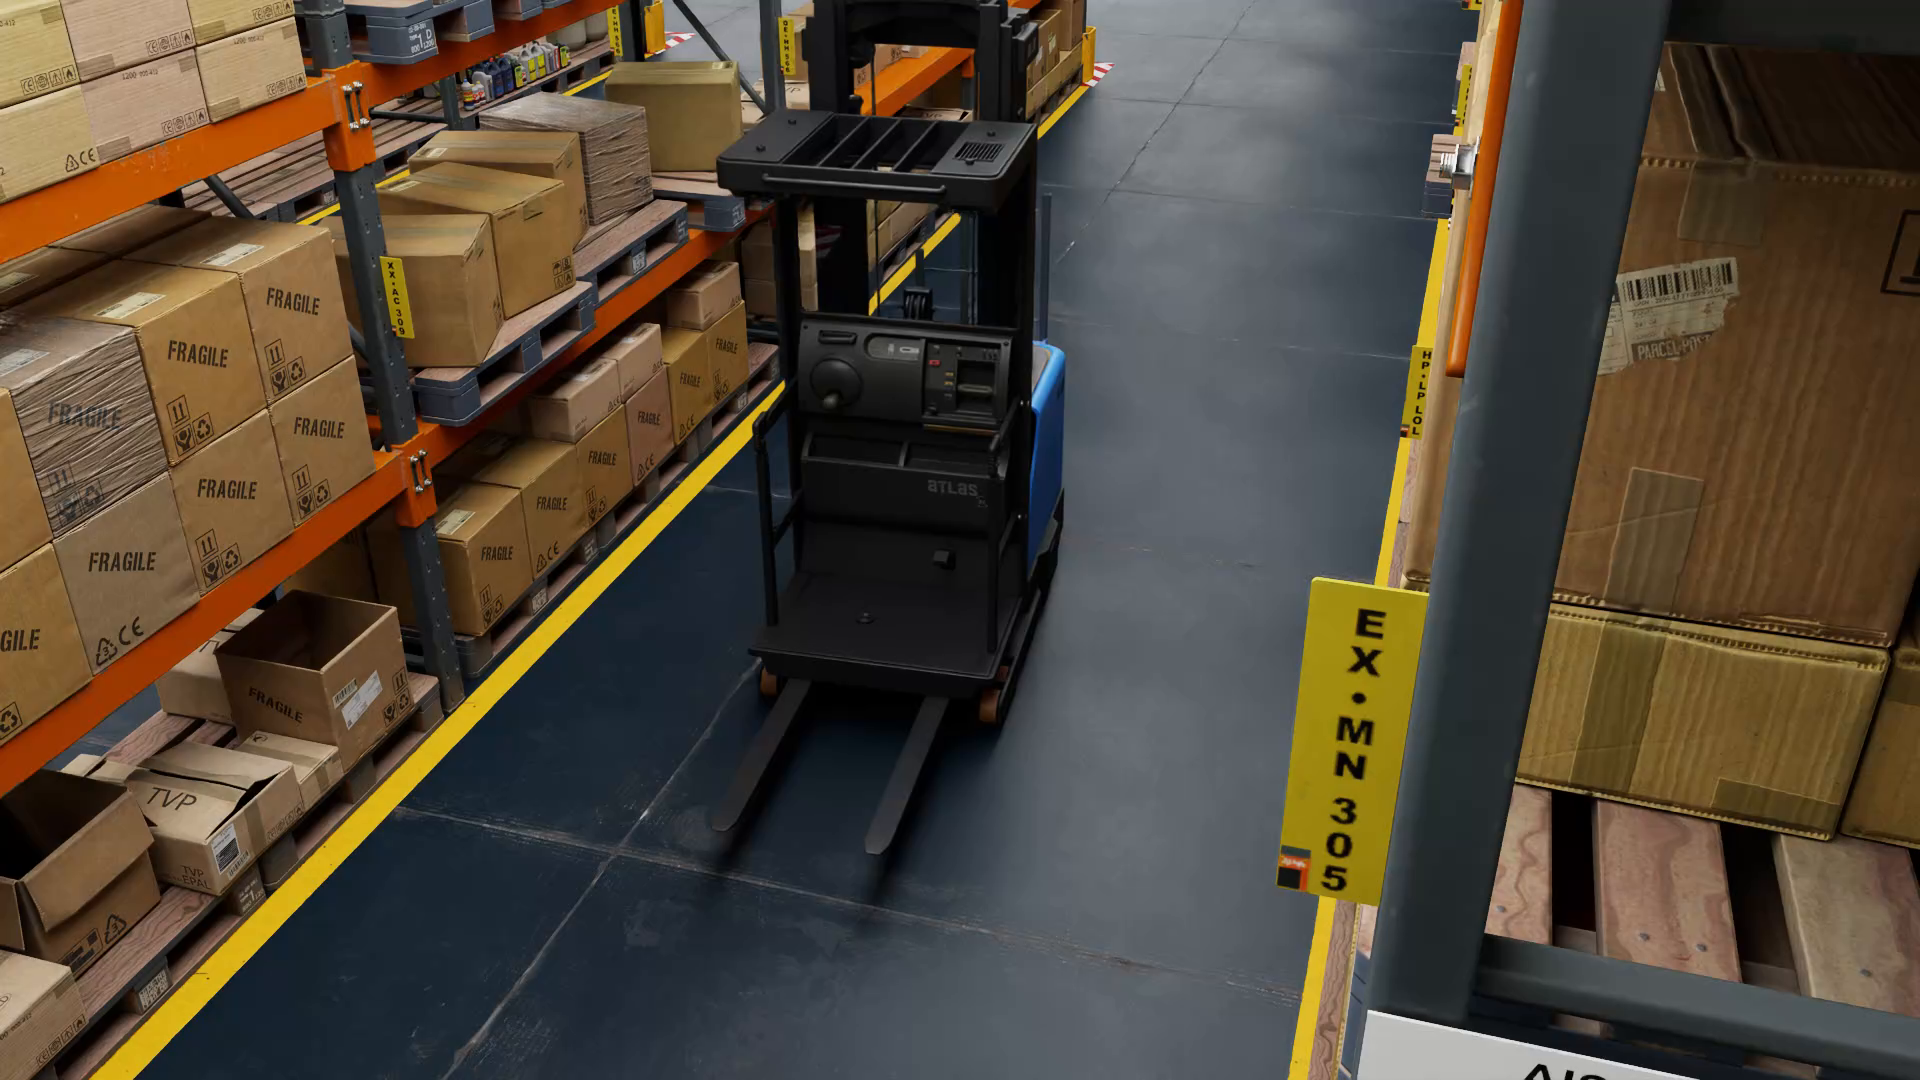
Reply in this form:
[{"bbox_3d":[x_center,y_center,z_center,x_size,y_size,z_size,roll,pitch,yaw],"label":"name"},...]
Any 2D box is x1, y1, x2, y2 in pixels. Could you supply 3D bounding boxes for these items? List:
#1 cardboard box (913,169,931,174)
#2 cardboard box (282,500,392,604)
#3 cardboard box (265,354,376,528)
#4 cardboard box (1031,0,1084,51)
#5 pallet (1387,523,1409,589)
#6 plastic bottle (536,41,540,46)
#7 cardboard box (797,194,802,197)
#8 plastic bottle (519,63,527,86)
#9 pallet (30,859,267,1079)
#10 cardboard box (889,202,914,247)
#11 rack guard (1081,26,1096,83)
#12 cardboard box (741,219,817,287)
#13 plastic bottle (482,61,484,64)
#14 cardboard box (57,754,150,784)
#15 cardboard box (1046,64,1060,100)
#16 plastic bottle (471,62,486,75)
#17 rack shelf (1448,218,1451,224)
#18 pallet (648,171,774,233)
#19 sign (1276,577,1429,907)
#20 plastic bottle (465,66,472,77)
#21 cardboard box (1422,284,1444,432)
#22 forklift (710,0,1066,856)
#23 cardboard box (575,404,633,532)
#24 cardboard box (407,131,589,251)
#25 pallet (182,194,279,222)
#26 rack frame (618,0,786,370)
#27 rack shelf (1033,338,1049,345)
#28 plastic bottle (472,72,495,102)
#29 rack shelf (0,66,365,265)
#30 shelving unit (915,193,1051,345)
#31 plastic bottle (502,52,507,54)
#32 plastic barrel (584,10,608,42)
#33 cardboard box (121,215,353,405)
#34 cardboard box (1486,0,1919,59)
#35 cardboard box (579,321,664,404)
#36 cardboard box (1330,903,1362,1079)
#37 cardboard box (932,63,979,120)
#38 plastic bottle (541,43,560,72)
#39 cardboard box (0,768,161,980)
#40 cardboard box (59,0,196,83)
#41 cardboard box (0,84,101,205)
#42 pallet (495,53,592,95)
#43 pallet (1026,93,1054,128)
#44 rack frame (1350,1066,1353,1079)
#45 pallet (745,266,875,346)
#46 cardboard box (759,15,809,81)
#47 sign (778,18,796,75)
[{"bbox_3d":[-0.504,-2.878,12.658,0.500,0.311,0.500,8,30,15],"label":"cardboard box"},{"bbox_3d":[-2.841,-0.007,7.796,0.500,0.500,0.500,8,30,15],"label":"cardboard box"},{"bbox_3d":[-2.613,-0.412,6.302,0.500,0.500,0.500,9,30,16],"label":"cardboard box"},{"bbox_3d":[0.937,-5.232,16.694,0.500,0.500,0.500,8,30,15],"label":"cardboard box"},{"bbox_3d":[2.535,0.349,7.906,1.003,0.211,1.213,8,30,15],"label":"pallet"},{"bbox_3d":[-4.246,-4.913,16.838,0.061,0.283,0.133,8,30,15],"label":"plastic bottle"},{"bbox_3d":[-1.322,-2.478,11.939,0.500,0.311,0.500,8,30,15],"label":"cardboard box"},{"bbox_3d":[-4.303,-4.565,16.296,0.097,0.201,0.097,0,29,0],"label":"plastic bottle"},{"bbox_3d":[-3.271,1.470,5.891,1.003,0.211,1.213,8,30,15],"label":"pallet"},{"bbox_3d":[-0.659,-2.394,12.364,0.500,0.250,0.500,9,30,16],"label":"cardboard box"},{"bbox_3d":[0.817,-5.132,17.462,1.175,0.500,0.348,8,30,15],"label":"rack guard"},{"bbox_3d":[-1.103,-1.924,10.943,0.500,0.311,0.500,10,30,17],"label":"cardboard box"},{"bbox_3d":[-4.884,-4.918,16.859,0.097,0.271,0.097,0,29,0],"label":"plastic bottle"},{"bbox_3d":[-3.286,0.977,6.371,0.380,0.166,0.250,8,30,15],"label":"cardboard box"},{"bbox_3d":[0.655,-4.437,16.038,0.500,0.250,0.500,8,30,15],"label":"cardboard box"},{"bbox_3d":[-4.602,-4.434,15.908,0.144,0.351,0.185,8,30,15],"label":"plastic bottle"},{"bbox_3d":[2.612,-1.858,6.658,1.077,0.370,4.000,8,30,15],"label":"rack shelf"},{"bbox_3d":[-1.670,-2.087,9.613,1.213,0.211,1.003,8,30,15],"label":"pallet"},{"bbox_3d":[0.336,0.180,1.426,0.100,0.325,0.005,8,30,15],"label":"sign"},{"bbox_3d":[-4.880,-4.708,16.470,0.061,0.283,0.133,8,30,15],"label":"plastic bottle"},{"bbox_3d":[0.963,-0.166,2.496,0.500,0.250,0.500,7,30,13],"label":"cardboard box"},{"bbox_3d":[-0.286,-0.668,6.936,1.130,2.935,3.031,6,30,11],"label":"forklift"},{"bbox_3d":[-2.037,-0.408,8.516,0.500,0.500,0.500,9,30,15],"label":"cardboard box"},{"bbox_3d":[-2.252,-1.694,8.175,0.700,0.500,0.500,1,29,2],"label":"cardboard box"},{"bbox_3d":[-6.007,-2.340,12.740,1.003,0.211,1.213,8,30,15],"label":"pallet"},{"bbox_3d":[-1.538,-2.496,10.151,1.000,3.000,0.127,8,30,15],"label":"rack frame"},{"bbox_3d":[0.138,-0.856,9.116,0.538,0.185,1.000,6,30,11],"label":"rack shelf"},{"bbox_3d":[-4.517,-4.305,15.752,0.152,0.276,0.135,10,30,17],"label":"plastic bottle"},{"bbox_3d":[-3.299,-0.704,4.584,1.077,0.370,4.000,8,30,15],"label":"rack shelf"},{"bbox_3d":[0.138,-1.013,9.028,0.538,1.500,1.048,6,30,11],"label":"shelving unit"},{"bbox_3d":[-4.754,-5.124,17.229,0.097,0.271,0.097,0,29,0],"label":"plastic bottle"},{"bbox_3d":[-4.044,-5.702,18.041,0.421,0.512,0.421,0,29,0],"label":"plastic barrel"},{"bbox_3d":[-2.613,-0.846,6.053,0.500,0.500,0.500,9,30,15],"label":"cardboard box"},{"bbox_3d":[0.962,-0.483,2.296,0.500,0.500,0.500,9,30,16],"label":"cardboard box"},{"bbox_3d":[-1.897,-0.952,8.724,0.500,0.250,0.500,8,30,14],"label":"cardboard box"},{"bbox_3d":[1.194,1.218,3.167,0.980,0.700,0.700,8,30,14],"label":"cardboard box"},{"bbox_3d":[0.072,-3.835,14.184,0.500,0.500,0.500,8,30,15],"label":"cardboard box"},{"bbox_3d":[-4.144,-4.895,16.813,0.152,0.276,0.135,9,30,15],"label":"plastic bottle"},{"bbox_3d":[-3.259,1.136,5.739,0.797,0.503,0.637,8,30,15],"label":"cardboard box"},{"bbox_3d":[-2.745,-1.604,5.102,0.500,0.250,0.500,8,30,15],"label":"cardboard box"},{"bbox_3d":[-2.896,-1.154,4.807,0.500,0.250,0.500,8,30,15],"label":"cardboard box"},{"bbox_3d":[-4.505,-4.720,17.017,1.003,0.211,1.213,8,30,15],"label":"pallet"},{"bbox_3d":[0.266,-4.069,15.846,1.003,0.211,1.213,8,30,15],"label":"pallet"},{"bbox_3d":[0.850,1.927,2.200,1.000,3.000,0.127,8,30,15],"label":"rack frame"},{"bbox_3d":[-1.259,-1.654,11.507,1.003,0.211,1.213,8,30,15],"label":"pallet"},{"bbox_3d":[-1.061,-3.322,11.533,0.500,0.500,0.500,7,30,12],"label":"cardboard box"},{"bbox_3d":[-1.016,-2.894,9.757,0.100,0.325,0.005,8,30,15],"label":"sign"}]
